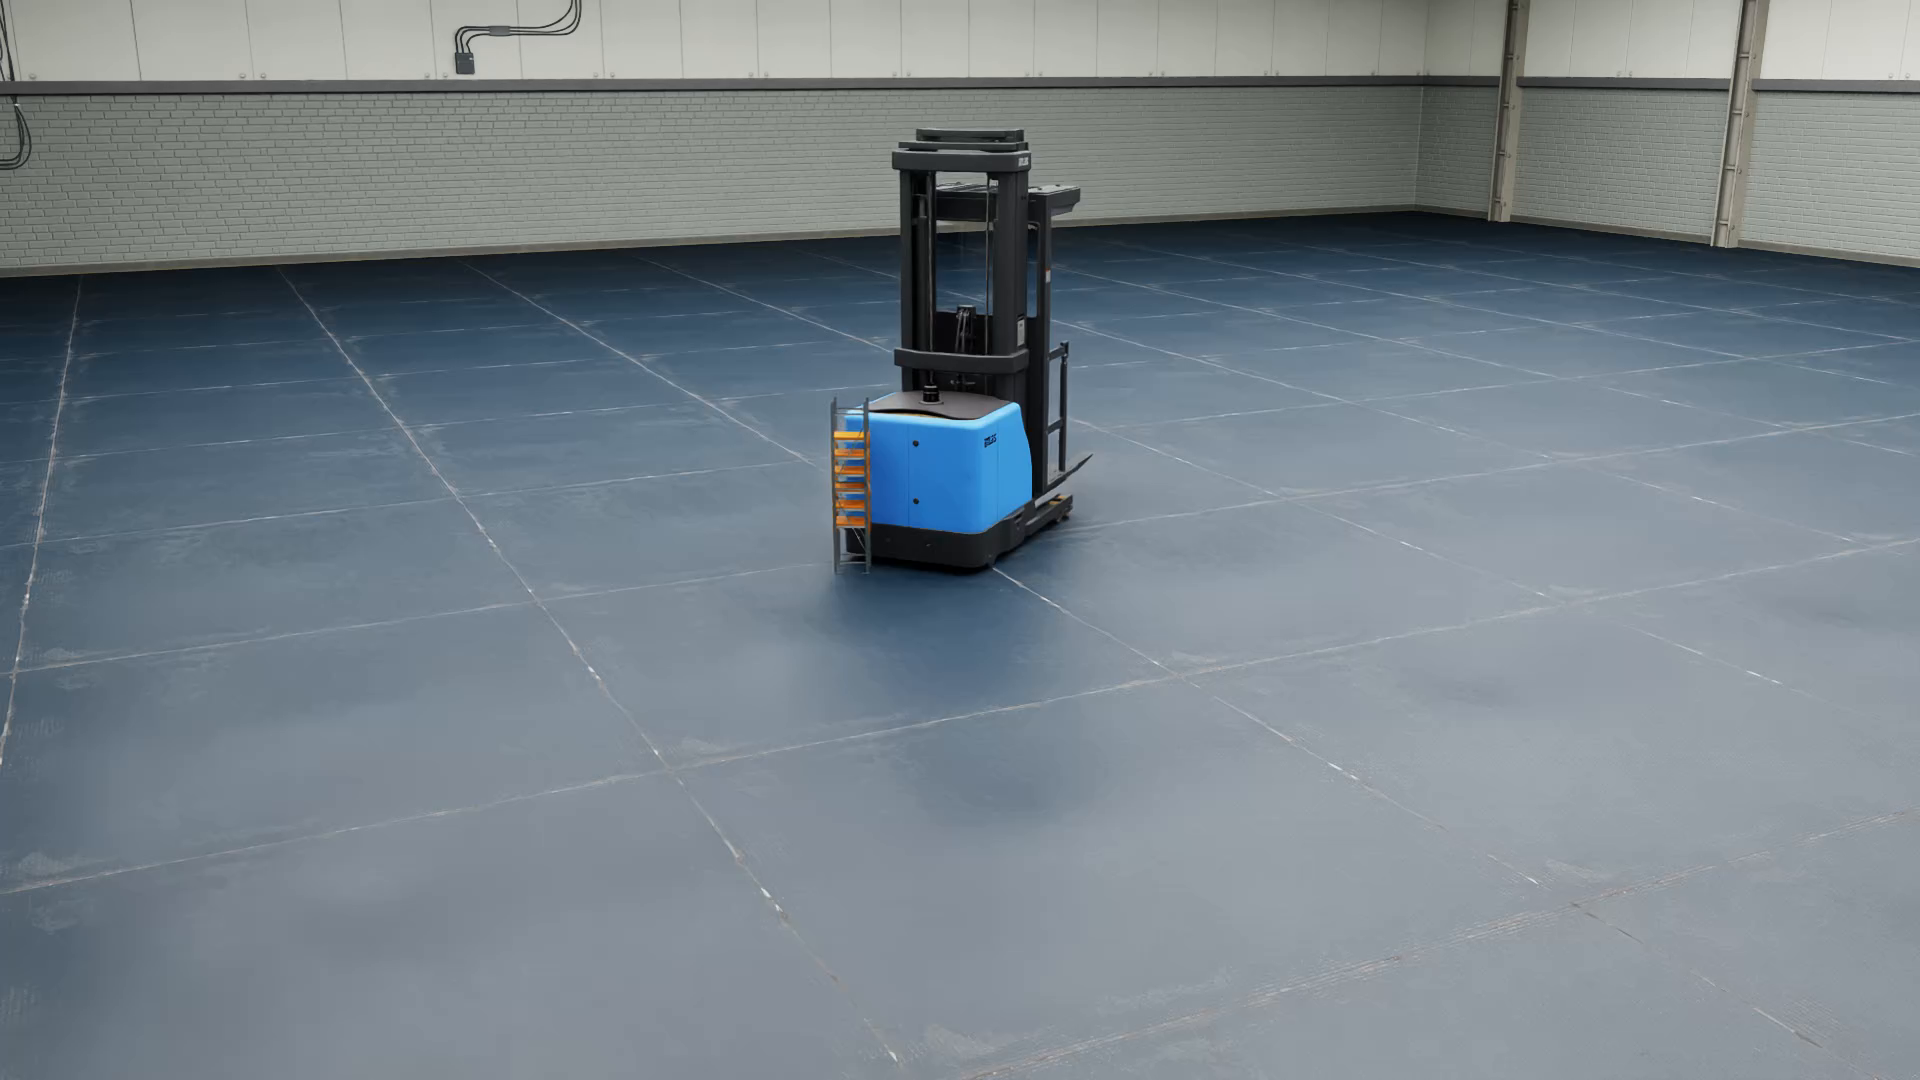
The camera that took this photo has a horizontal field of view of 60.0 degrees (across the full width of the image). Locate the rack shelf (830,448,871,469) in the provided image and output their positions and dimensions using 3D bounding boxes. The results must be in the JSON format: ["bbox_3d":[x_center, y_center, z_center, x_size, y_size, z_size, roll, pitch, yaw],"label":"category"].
[{"bbox_3d":[-0.741,-0.556,11.305,0.258,0.103,0.180,1,16,2],"label":"rack shelf"}]

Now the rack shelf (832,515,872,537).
[{"bbox_3d":[-0.741,-0.095,11.438,0.258,0.103,0.180,1,16,2],"label":"rack shelf"}]

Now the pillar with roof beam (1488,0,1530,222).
[{"bbox_3d":[8.131,-10.911,33.959,9.100,9.000,0.400,-8,18,-25],"label":"pillar with roof beam"}]

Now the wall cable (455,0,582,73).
[{"bbox_3d":[-7.877,-11.293,29.125,2.305,6.003,0.169,-8,18,-25],"label":"wall cable"}]

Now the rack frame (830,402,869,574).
[{"bbox_3d":[-0.745,-0.343,11.271,0.240,1.200,0.006,1,16,2],"label":"rack frame"}]

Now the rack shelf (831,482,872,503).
[{"bbox_3d":[-0.741,-0.326,11.372,0.258,0.103,0.180,1,16,2],"label":"rack shelf"}]

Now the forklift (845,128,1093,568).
[{"bbox_3d":[0.229,-1.583,12.453,1.130,2.935,3.031,7,17,22],"label":"forklift"}]

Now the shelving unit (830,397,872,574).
[{"bbox_3d":[-0.741,-0.368,11.359,0.258,1.200,0.189,1,16,2],"label":"shelving unit"}]

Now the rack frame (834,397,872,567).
[{"bbox_3d":[-0.737,-0.394,11.447,0.240,1.200,0.006,1,16,2],"label":"rack frame"}]

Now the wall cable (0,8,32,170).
[{"bbox_3d":[-16.417,-7.023,26.038,3.097,2.526,0.112,-8,18,-25],"label":"wall cable"}]

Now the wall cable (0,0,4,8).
[{"bbox_3d":[-13.986,-9.777,26.481,3.097,2.526,0.112,-8,18,-25],"label":"wall cable"}]

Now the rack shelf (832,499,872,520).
[{"bbox_3d":[-0.741,-0.210,11.405,0.258,0.103,0.180,1,16,2],"label":"rack shelf"}]

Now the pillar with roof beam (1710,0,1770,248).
[{"bbox_3d":[10.759,-9.424,28.775,9.100,9.000,0.400,-8,18,-25],"label":"pillar with roof beam"}]

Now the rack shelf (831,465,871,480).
[{"bbox_3d":[-0.741,-0.441,11.338,0.258,0.103,0.180,1,16,2],"label":"rack shelf"}]

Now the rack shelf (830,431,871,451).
[{"bbox_3d":[-0.741,-0.672,11.272,0.258,0.103,0.180,1,16,2],"label":"rack shelf"}]
